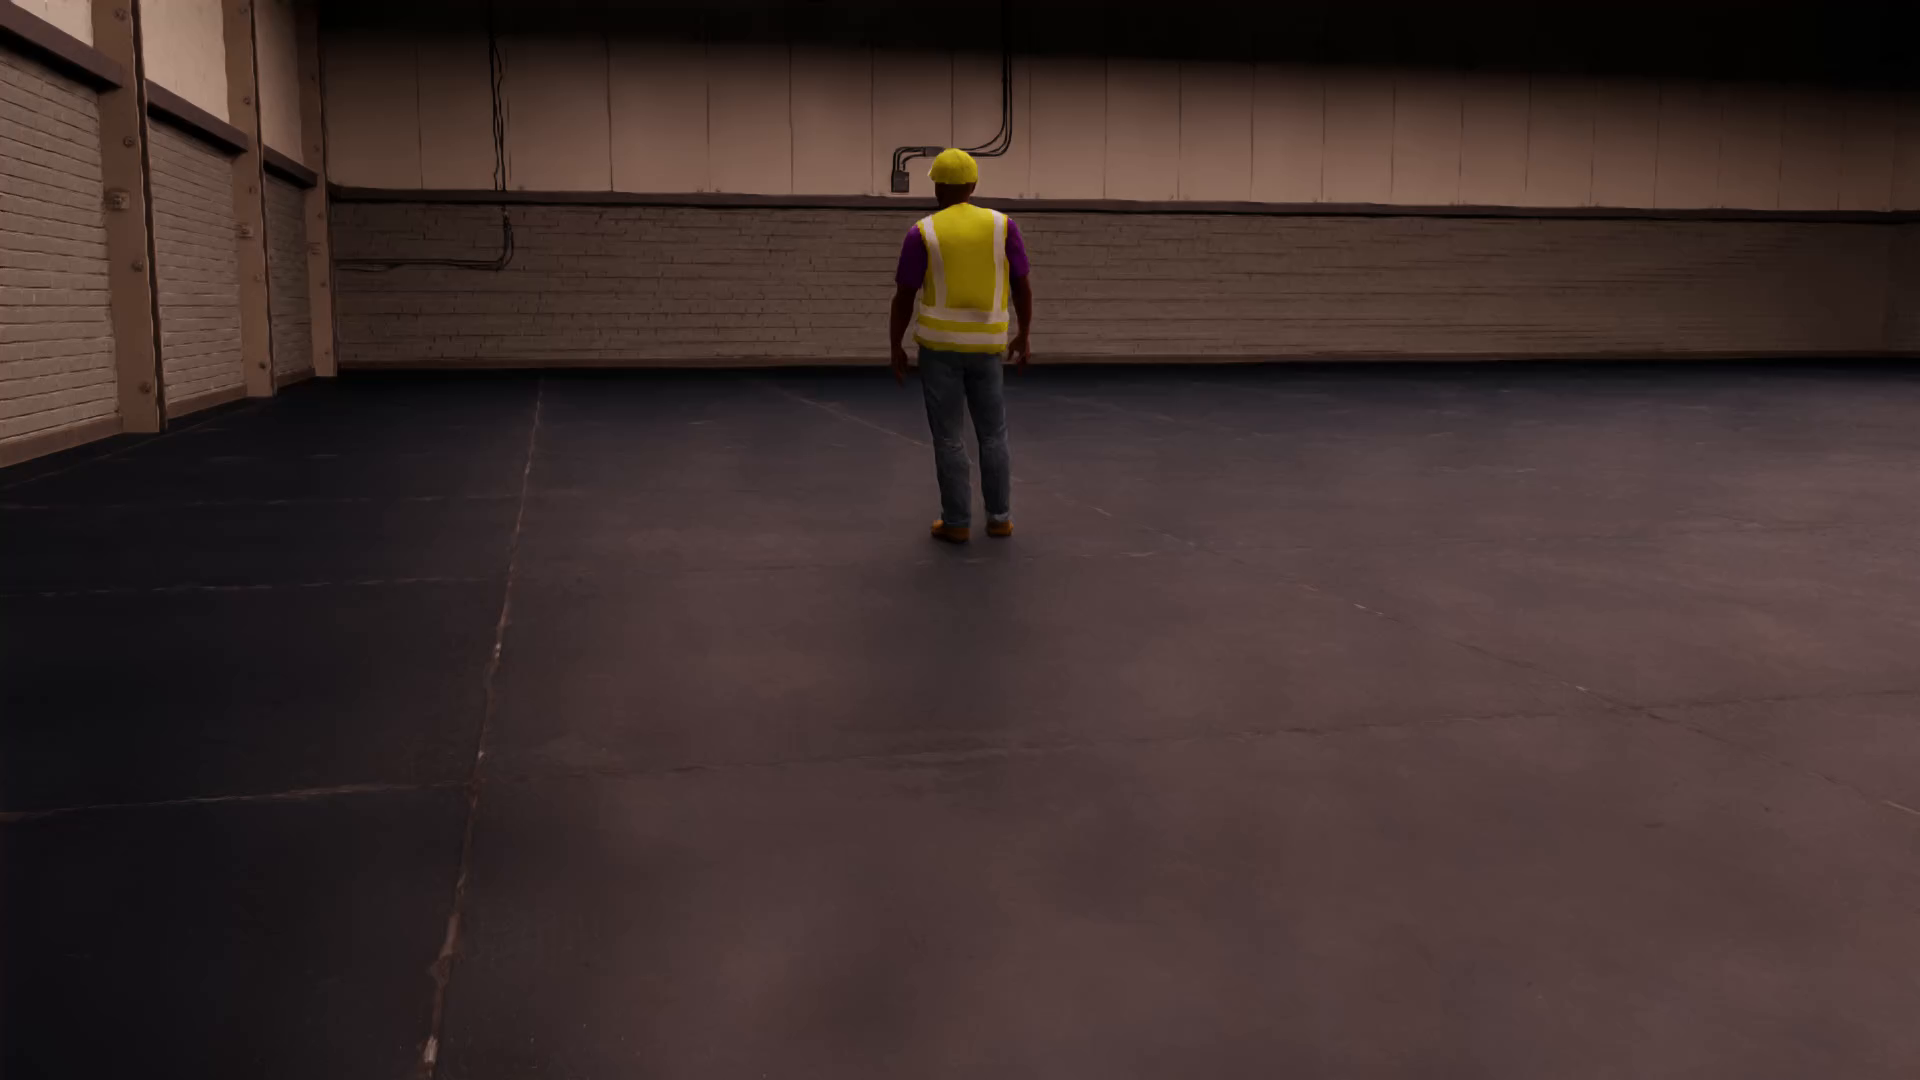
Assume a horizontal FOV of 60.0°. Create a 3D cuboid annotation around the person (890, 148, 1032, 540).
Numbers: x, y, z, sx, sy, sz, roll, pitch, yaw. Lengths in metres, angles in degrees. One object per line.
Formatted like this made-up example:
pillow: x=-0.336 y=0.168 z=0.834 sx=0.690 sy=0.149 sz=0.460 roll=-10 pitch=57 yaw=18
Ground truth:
person: x=-0.011 y=-0.891 z=7.652 sx=0.665 sy=1.766 sz=0.576 roll=-2 pitch=8 yaw=-13
